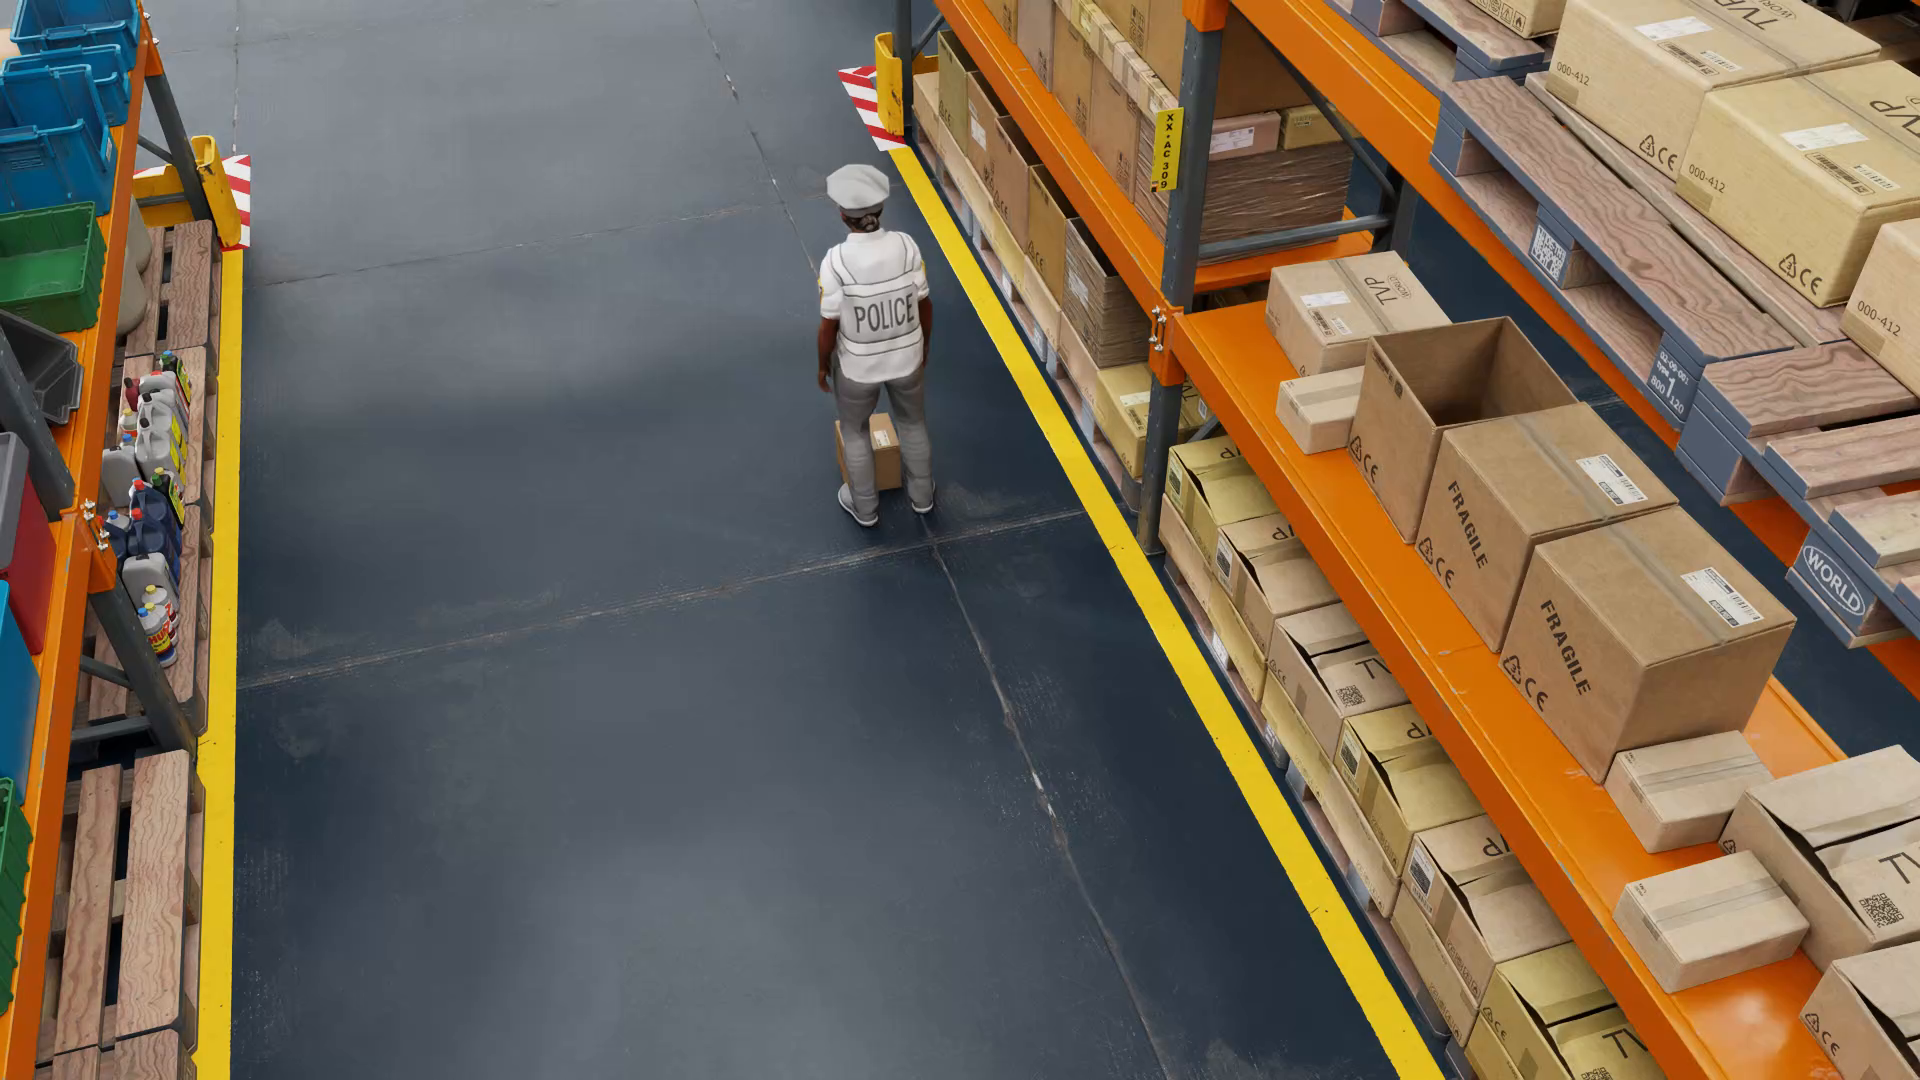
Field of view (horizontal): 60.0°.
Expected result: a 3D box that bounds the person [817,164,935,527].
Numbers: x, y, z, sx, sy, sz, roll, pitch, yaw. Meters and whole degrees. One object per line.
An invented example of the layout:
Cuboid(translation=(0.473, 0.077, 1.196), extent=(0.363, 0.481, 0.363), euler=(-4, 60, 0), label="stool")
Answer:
Cuboid(translation=(-0.343, -0.767, 6.995), extent=(0.530, 1.663, 0.391), euler=(-14, 44, -15), label="person")
